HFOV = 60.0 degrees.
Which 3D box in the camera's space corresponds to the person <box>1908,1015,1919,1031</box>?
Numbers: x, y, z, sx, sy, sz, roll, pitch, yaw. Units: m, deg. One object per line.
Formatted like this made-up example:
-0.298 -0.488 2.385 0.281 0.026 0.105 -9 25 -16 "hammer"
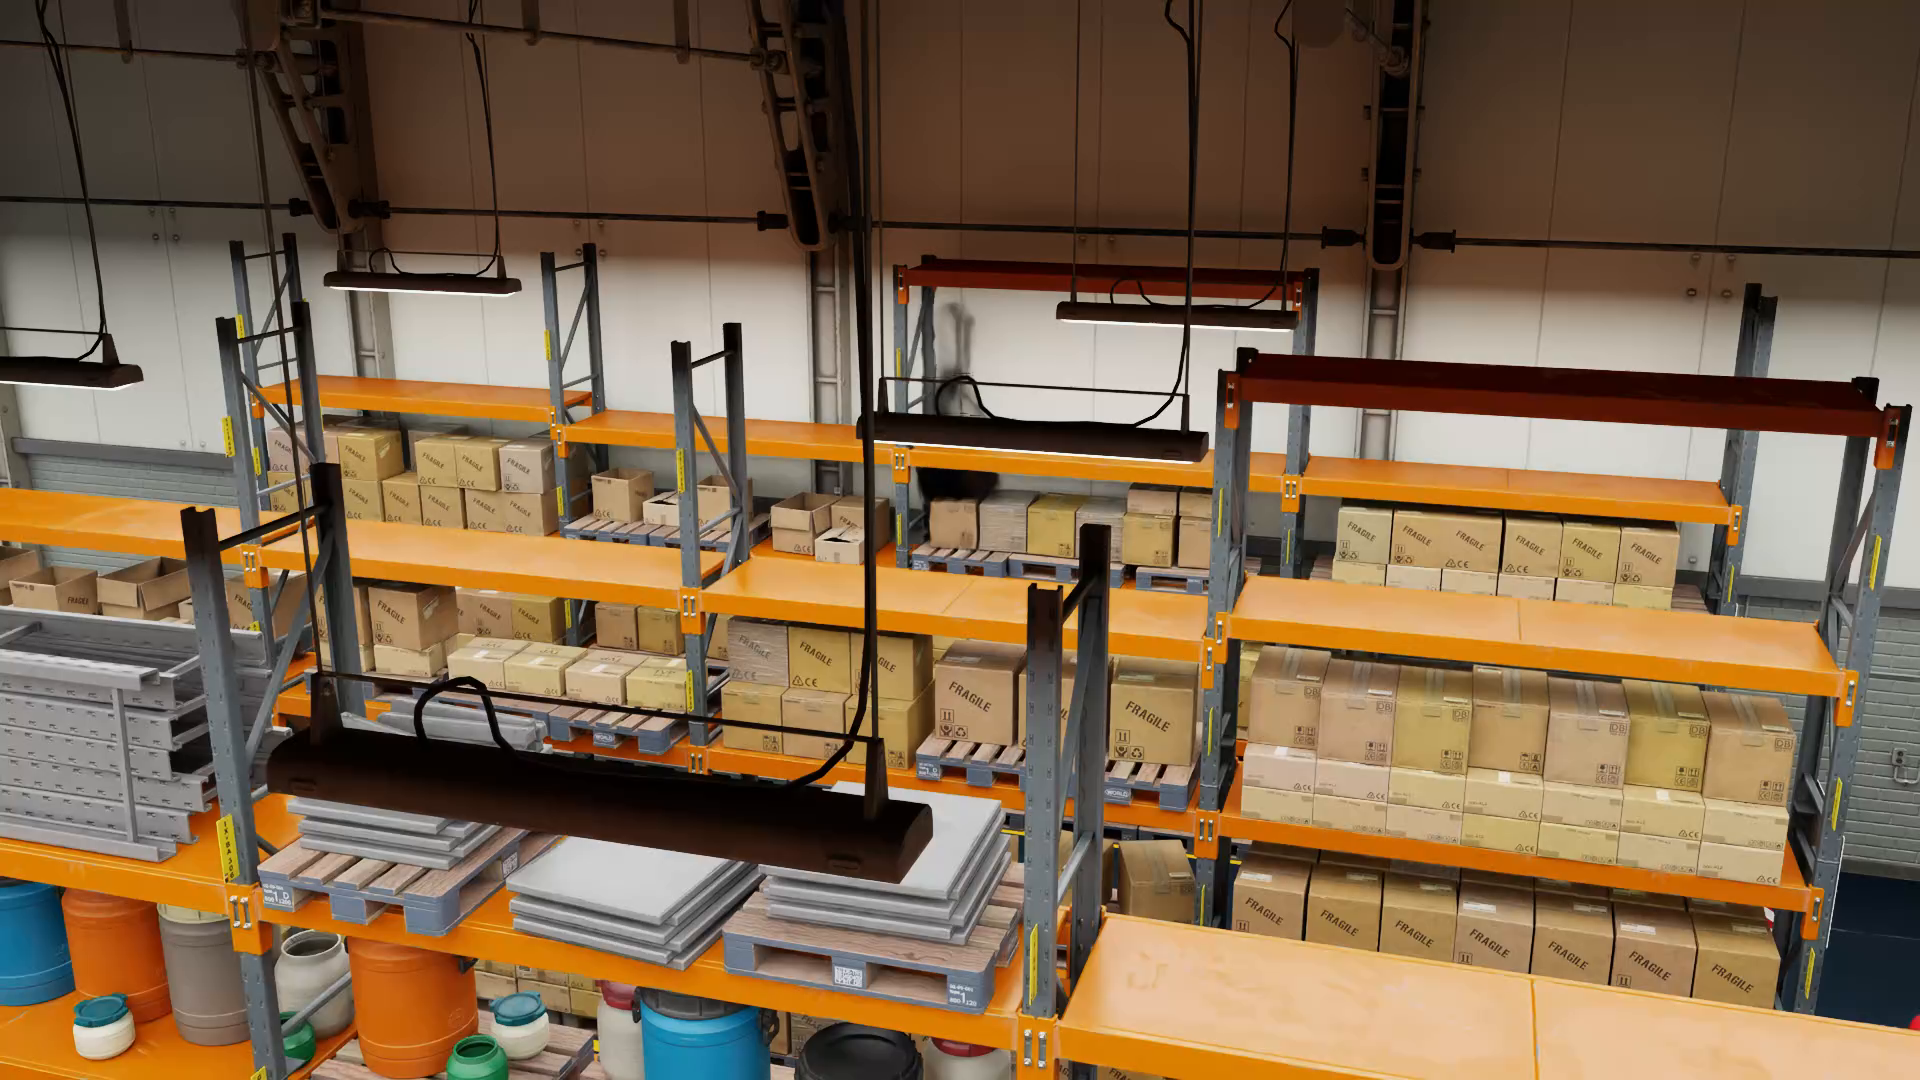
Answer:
6.567 4.065 11.557 0.663 1.744 0.572 7 17 23 "person"
